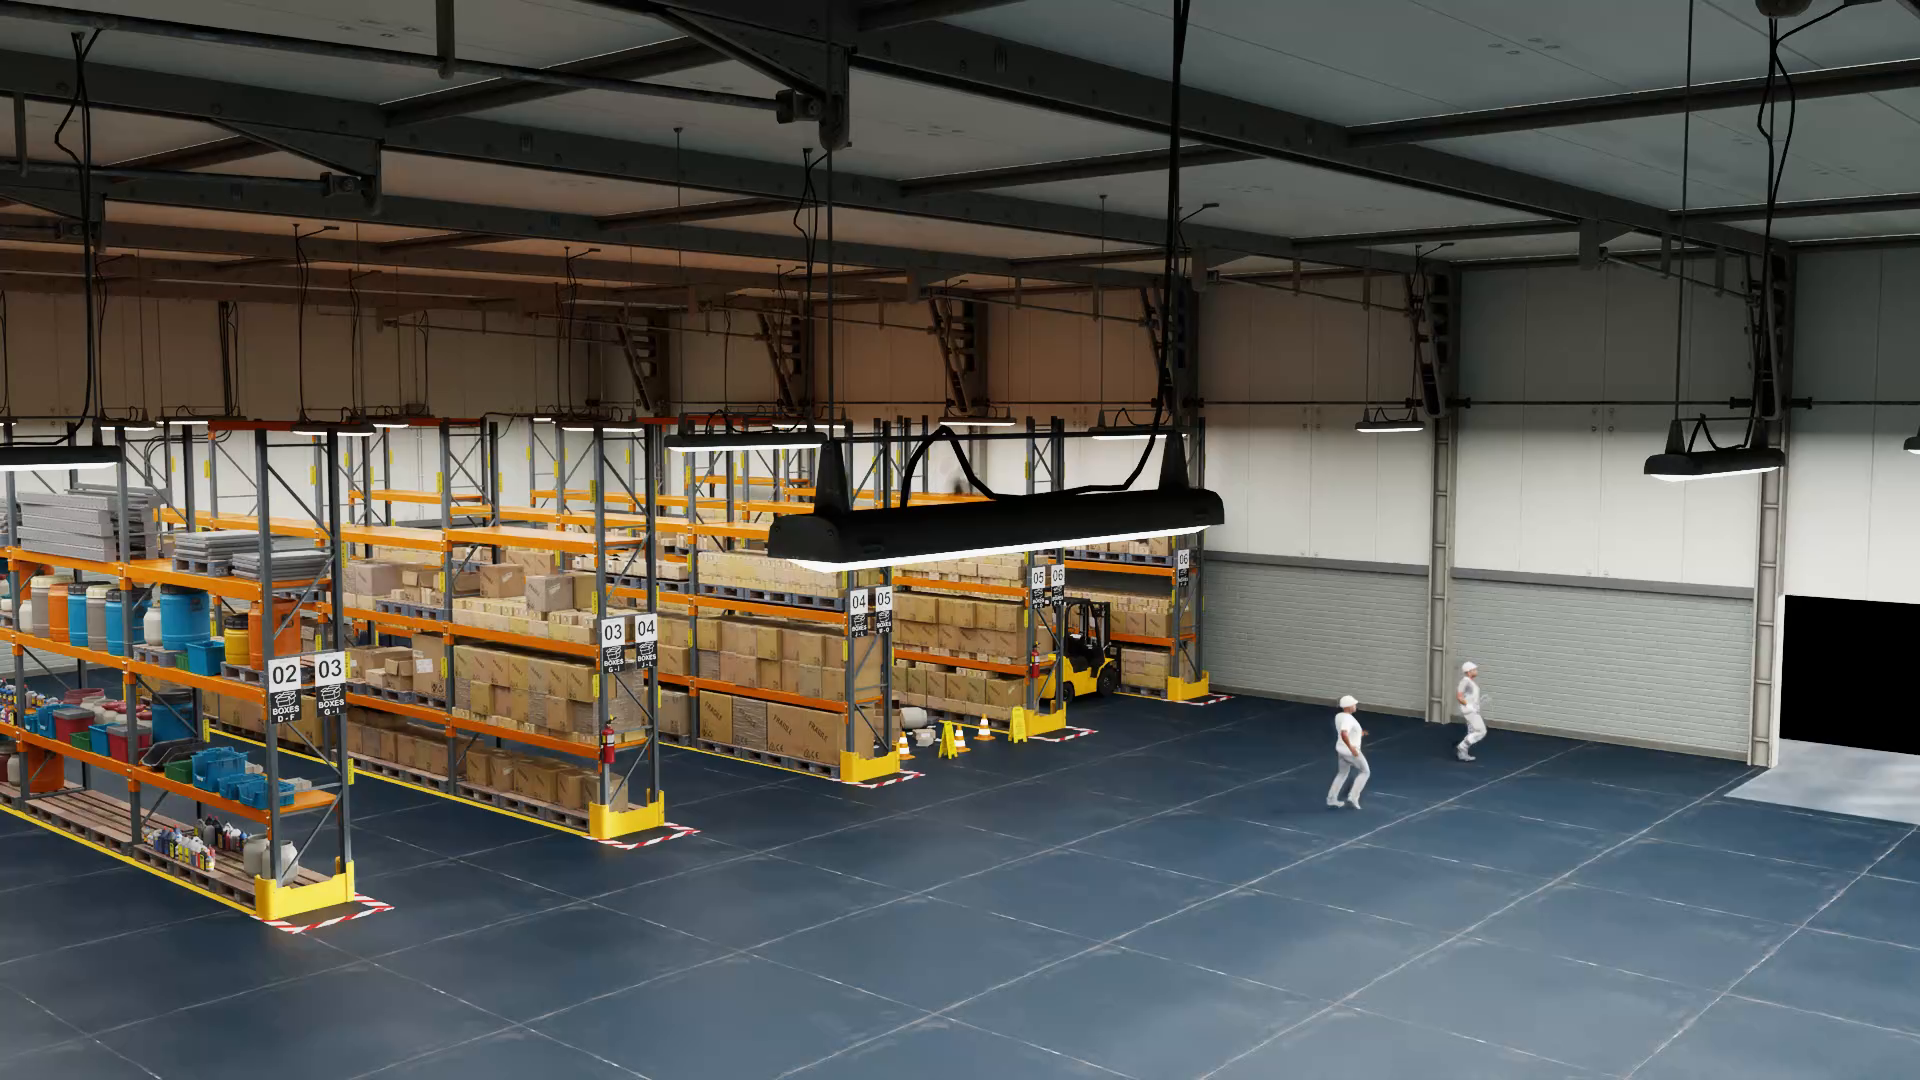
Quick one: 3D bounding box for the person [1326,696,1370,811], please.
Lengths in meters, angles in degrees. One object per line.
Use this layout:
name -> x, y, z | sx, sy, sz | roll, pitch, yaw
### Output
person -> 6.053, 3.311, 25.808 | 0.725, 1.796, 0.671 | -1, 5, -17

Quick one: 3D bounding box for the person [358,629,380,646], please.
person -> -14.178, 2.228, 39.746 | 0.572, 1.684, 1.040 | 4, 6, 38

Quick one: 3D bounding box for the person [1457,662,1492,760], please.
person -> 9.043, 3.017, 29.231 | 0.584, 1.742, 0.619 | 2, 5, 20
